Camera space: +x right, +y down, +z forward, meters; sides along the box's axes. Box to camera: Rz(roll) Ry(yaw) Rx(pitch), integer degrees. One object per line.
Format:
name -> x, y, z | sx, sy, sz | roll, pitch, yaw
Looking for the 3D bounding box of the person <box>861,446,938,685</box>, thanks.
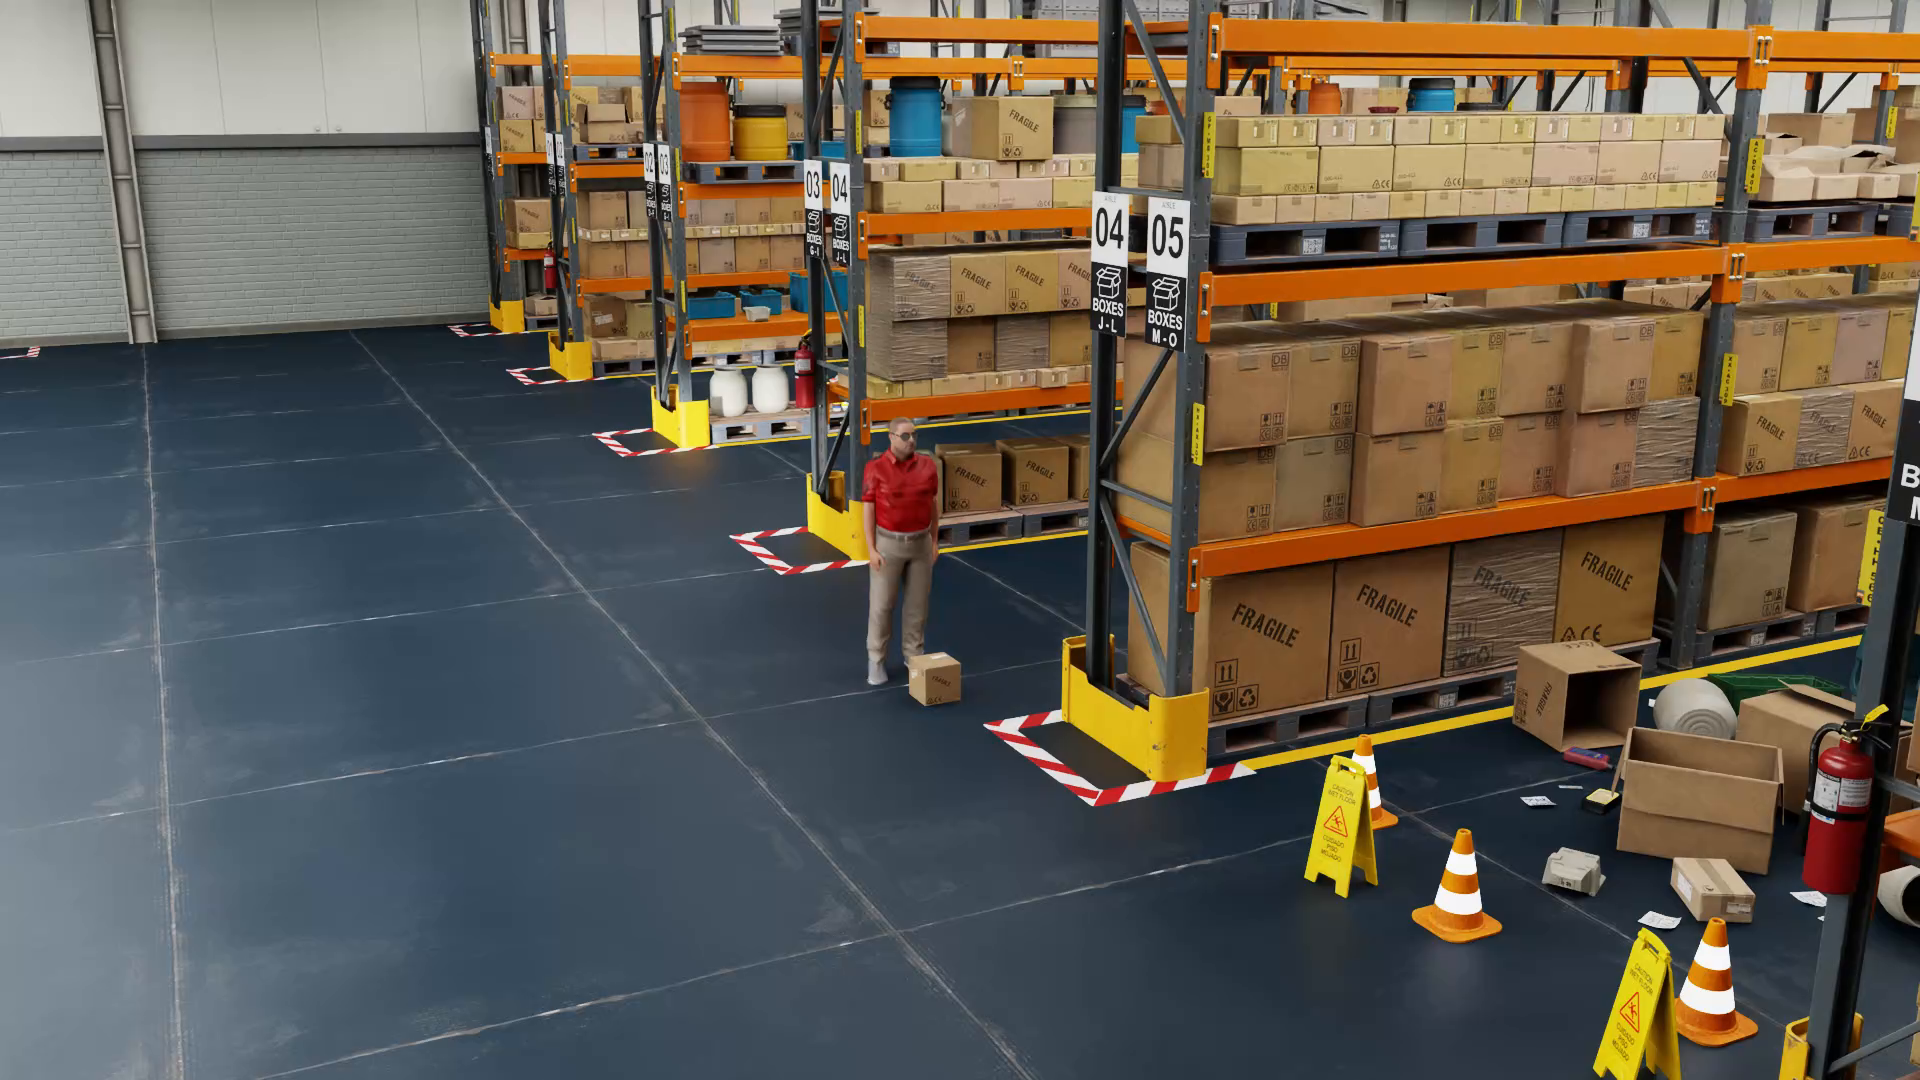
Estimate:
person -> -0.370, 0.167, 10.867 | 0.540, 1.548, 0.363 | -7, 17, -24
